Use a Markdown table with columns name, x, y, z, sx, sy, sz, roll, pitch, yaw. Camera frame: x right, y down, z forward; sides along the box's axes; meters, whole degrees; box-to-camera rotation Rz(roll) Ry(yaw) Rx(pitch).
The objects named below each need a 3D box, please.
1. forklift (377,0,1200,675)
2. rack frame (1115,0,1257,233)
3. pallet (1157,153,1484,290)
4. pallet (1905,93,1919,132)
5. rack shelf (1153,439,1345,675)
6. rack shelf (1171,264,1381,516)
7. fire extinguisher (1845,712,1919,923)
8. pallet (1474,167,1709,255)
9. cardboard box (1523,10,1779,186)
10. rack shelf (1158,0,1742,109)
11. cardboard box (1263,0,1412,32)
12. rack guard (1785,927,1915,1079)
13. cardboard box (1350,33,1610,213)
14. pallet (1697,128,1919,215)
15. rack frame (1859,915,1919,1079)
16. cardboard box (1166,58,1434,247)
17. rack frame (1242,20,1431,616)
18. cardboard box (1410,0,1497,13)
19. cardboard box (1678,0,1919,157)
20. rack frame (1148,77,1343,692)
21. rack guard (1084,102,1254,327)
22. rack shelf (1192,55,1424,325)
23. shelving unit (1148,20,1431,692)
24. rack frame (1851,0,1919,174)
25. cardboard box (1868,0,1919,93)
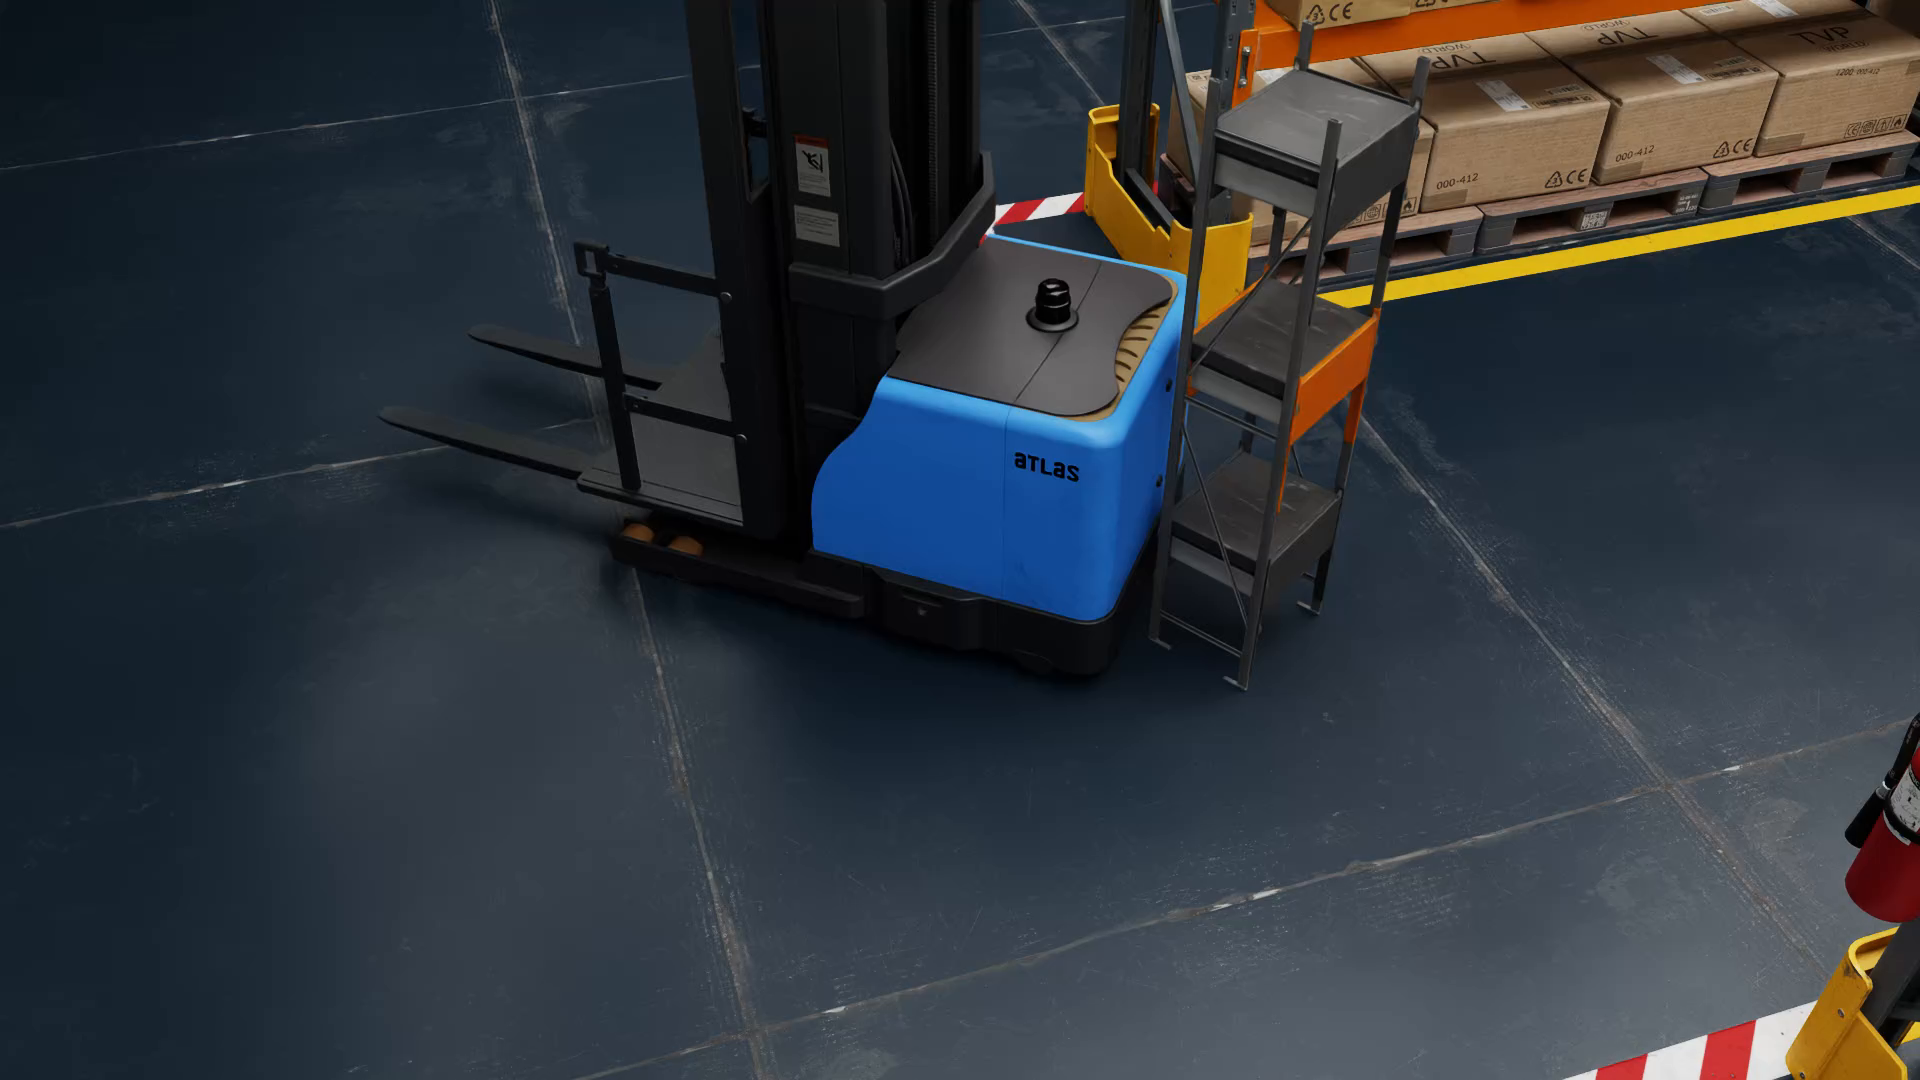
| name | x | y | z | sx | sy | sz | roll | pitch | yaw |
| --- | --- | --- | --- | --- | --- | --- | --- | --- | --- |
| forklift | -0.739 | -1.259 | 5.463 | 3.031 | 2.935 | 1.130 | 15 | 43 | 16 |
| rack frame | 0.948 | -2.443 | 6.767 | 0.127 | 3.000 | 1.000 | -12 | 42 | -13 |
| pallet | 1.687 | -1.600 | 7.921 | 1.213 | 0.211 | 1.003 | -12 | 42 | -13 |
| pallet | 5.476 | -2.384 | 8.818 | 1.213 | 0.211 | 1.003 | -12 | 42 | -13 |
| rack shelf | 0.975 | 0.053 | 5.676 | 0.431 | 0.518 | 0.480 | 28 | 48 | 29 |
| rack shelf | 0.978 | -0.477 | 5.218 | 0.431 | 0.518 | 0.480 | 28 | 48 | 29 |
| fire extinguisher | 2.152 | 0.573 | 3.657 | 0.183 | 0.674 | 0.296 | -12 | 42 | -13 |
| pallet | 2.848 | -1.839 | 8.195 | 1.213 | 0.211 | 1.003 | -12 | 42 | -13 |
| cardboard box | 3.278 | -2.193 | 8.109 | 0.875 | 0.438 | 0.875 | -13 | 43 | -14 |
| rack shelf | 2.855 | -2.568 | 7.456 | 4.000 | 0.370 | 1.077 | -12 | 42 | -13 |
| cardboard box | 1.492 | -2.396 | 6.636 | 0.500 | 0.500 | 0.500 | -12 | 43 | -13 |
| rack guard | 2.604 | 1.569 | 4.074 | 0.348 | 0.500 | 1.175 | -12 | 42 | -13 |
| cardboard box | 2.418 | -2.016 | 7.906 | 0.875 | 0.438 | 0.875 | -11 | 42 | -12 |
| pallet | 4.014 | -2.083 | 8.473 | 1.213 | 0.211 | 1.003 | -12 | 42 | -13 |
| rack frame | 2.531 | 0.643 | 3.234 | 0.127 | 3.000 | 1.000 | -12 | 42 | -13 |
| cardboard box | 1.547 | -1.830 | 7.693 | 0.875 | 0.438 | 0.875 | -13 | 43 | -15 |
| rack frame | 1.133 | -0.610 | 5.352 | 0.400 | 2.100 | 0.015 | 28 | 48 | 29 |
| cardboard box | 1.966 | -2.513 | 6.771 | 0.500 | 0.500 | 0.500 | -12 | 43 | -14 |
| cardboard box | 4.132 | -2.370 | 8.312 | 0.875 | 0.438 | 0.875 | -12 | 43 | -14 |
| rack frame | 0.823 | -0.365 | 5.066 | 0.400 | 2.100 | 0.015 | 28 | 48 | 29 |
| rack guard | 0.925 | -1.497 | 7.584 | 0.348 | 0.500 | 1.175 | -12 | 42 | -13 |
| rack shelf | 0.982 | -1.007 | 4.760 | 0.431 | 0.518 | 0.480 | 28 | 48 | 29 |
| shelving unit | 0.978 | -0.487 | 5.209 | 0.431 | 2.100 | 0.503 | 28 | 48 | 29 |
| rack frame | 4.763 | -3.234 | 7.672 | 0.127 | 3.000 | 1.000 | -12 | 42 | -13 |
| cardboard box | 5.330 | -2.765 | 8.430 | 0.875 | 0.875 | 0.875 | -10 | 42 | -12 |
